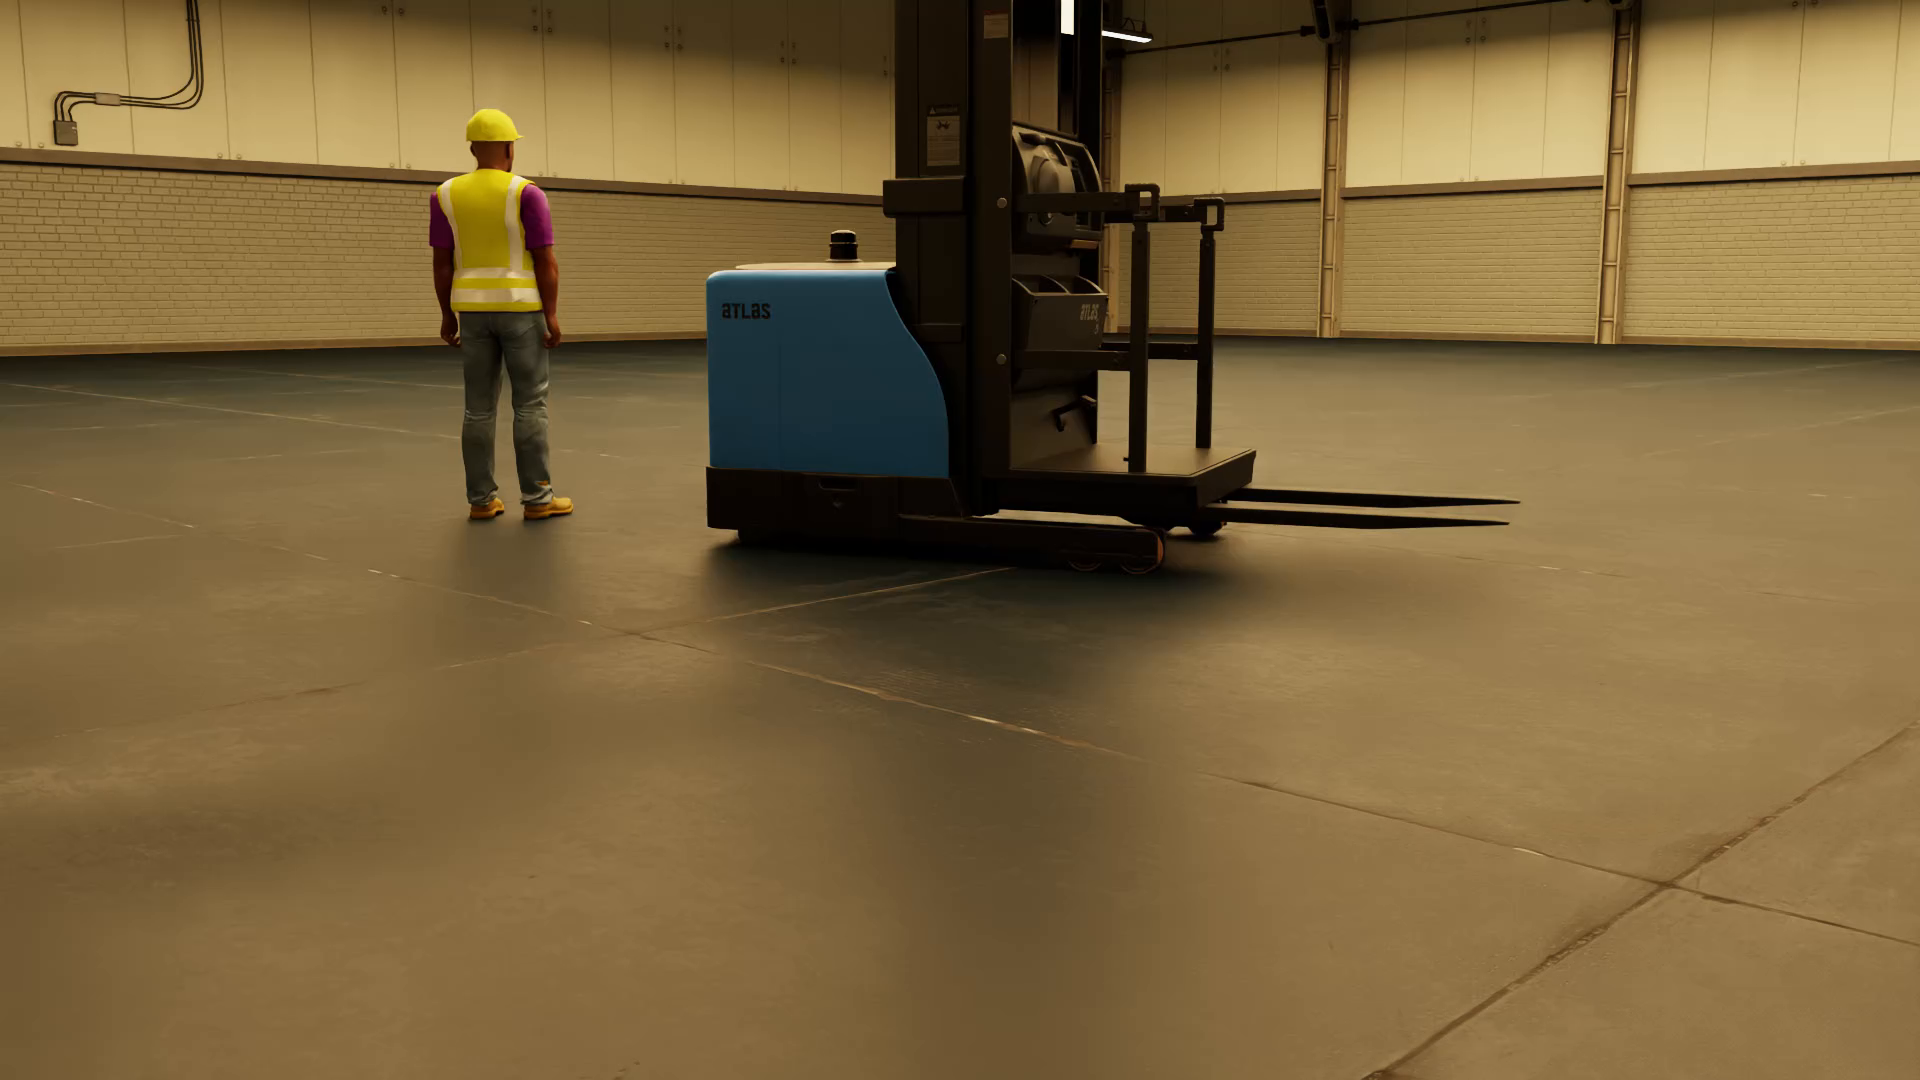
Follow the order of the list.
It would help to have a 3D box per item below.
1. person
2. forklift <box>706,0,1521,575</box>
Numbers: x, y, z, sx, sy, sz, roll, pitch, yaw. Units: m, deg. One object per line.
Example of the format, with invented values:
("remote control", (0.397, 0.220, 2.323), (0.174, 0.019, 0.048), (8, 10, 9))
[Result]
("person", (-2.012, -0.982, 7.306), (0.554, 1.771, 0.371), (1, 9, 6))
("forklift", (0.565, -1.416, 6.275), (3.031, 2.935, 1.130), (3, 9, 22))
